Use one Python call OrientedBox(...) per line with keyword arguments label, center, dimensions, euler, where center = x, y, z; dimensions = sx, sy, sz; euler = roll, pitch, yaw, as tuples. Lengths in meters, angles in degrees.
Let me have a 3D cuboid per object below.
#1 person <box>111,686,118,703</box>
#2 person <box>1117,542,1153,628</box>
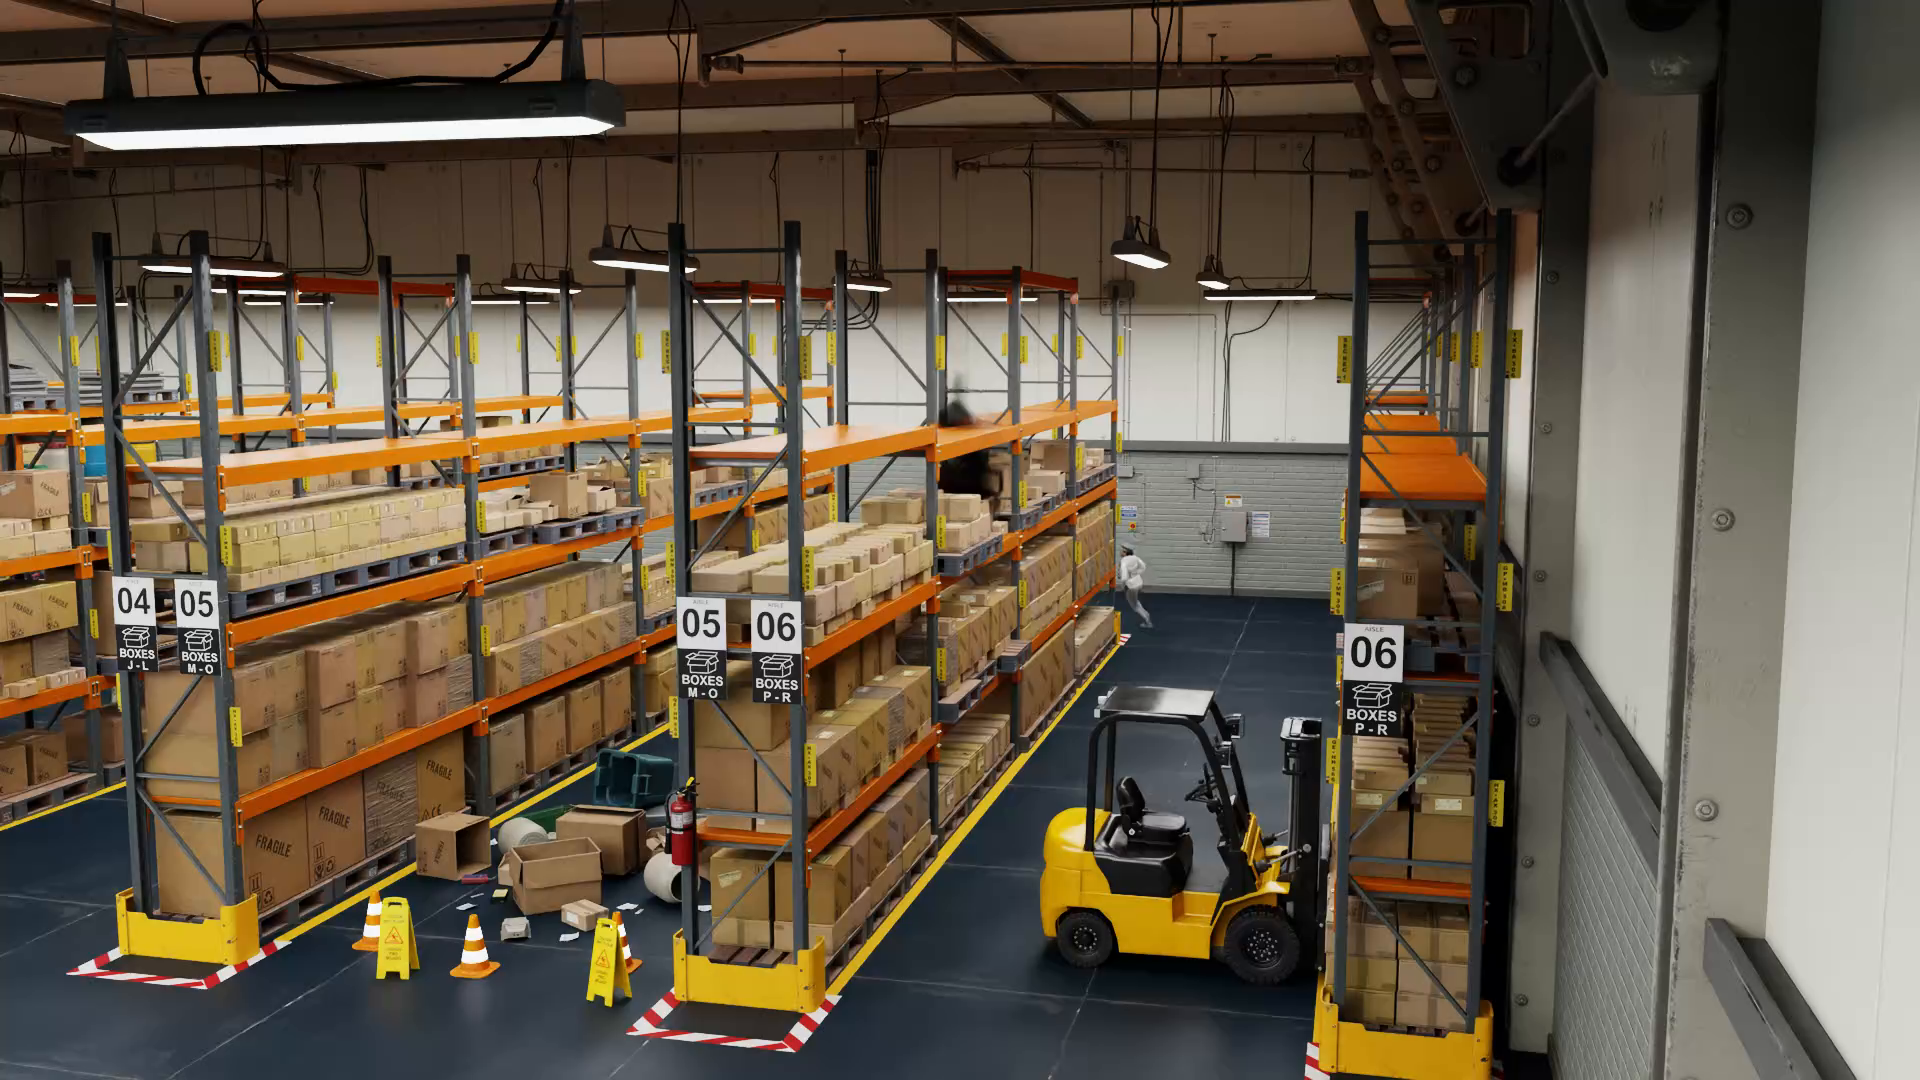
OrientedBox(label="person", center=(-11.723, 1.555, 23.133), dimensions=(0.580, 1.638, 0.748), euler=(0, 7, 1))
OrientedBox(label="person", center=(3.054, 0.798, 29.435), dimensions=(0.762, 1.561, 0.501), euler=(-7, 10, -44))
